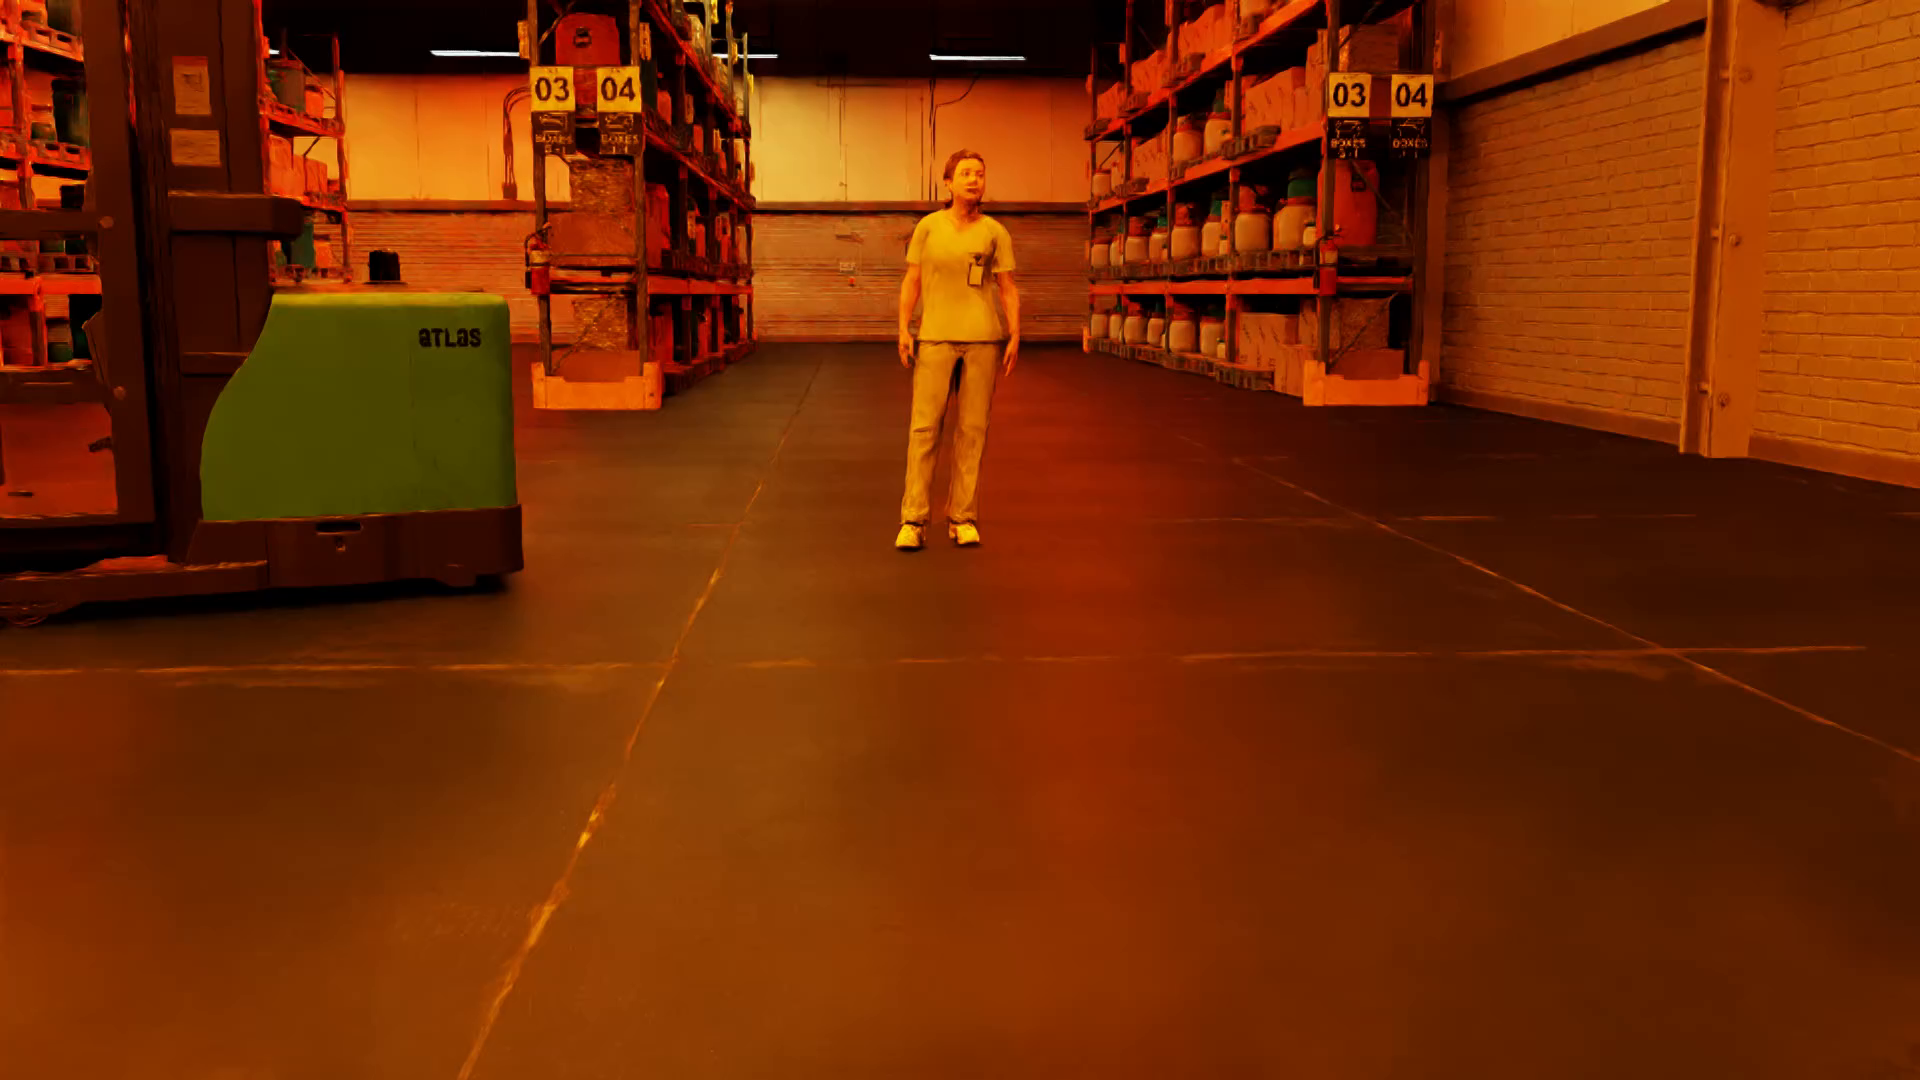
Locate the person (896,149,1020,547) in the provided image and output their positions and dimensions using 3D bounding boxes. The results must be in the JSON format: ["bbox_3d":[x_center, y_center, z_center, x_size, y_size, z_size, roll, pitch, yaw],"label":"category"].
[{"bbox_3d":[-0.009,-0.825,7.112,0.550,1.674,0.548,-1,8,-4],"label":"person"}]

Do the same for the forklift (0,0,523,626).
[{"bbox_3d":[-3.172,-1.246,5.724,3.031,2.935,1.130,-4,9,-23],"label":"forklift"}]
